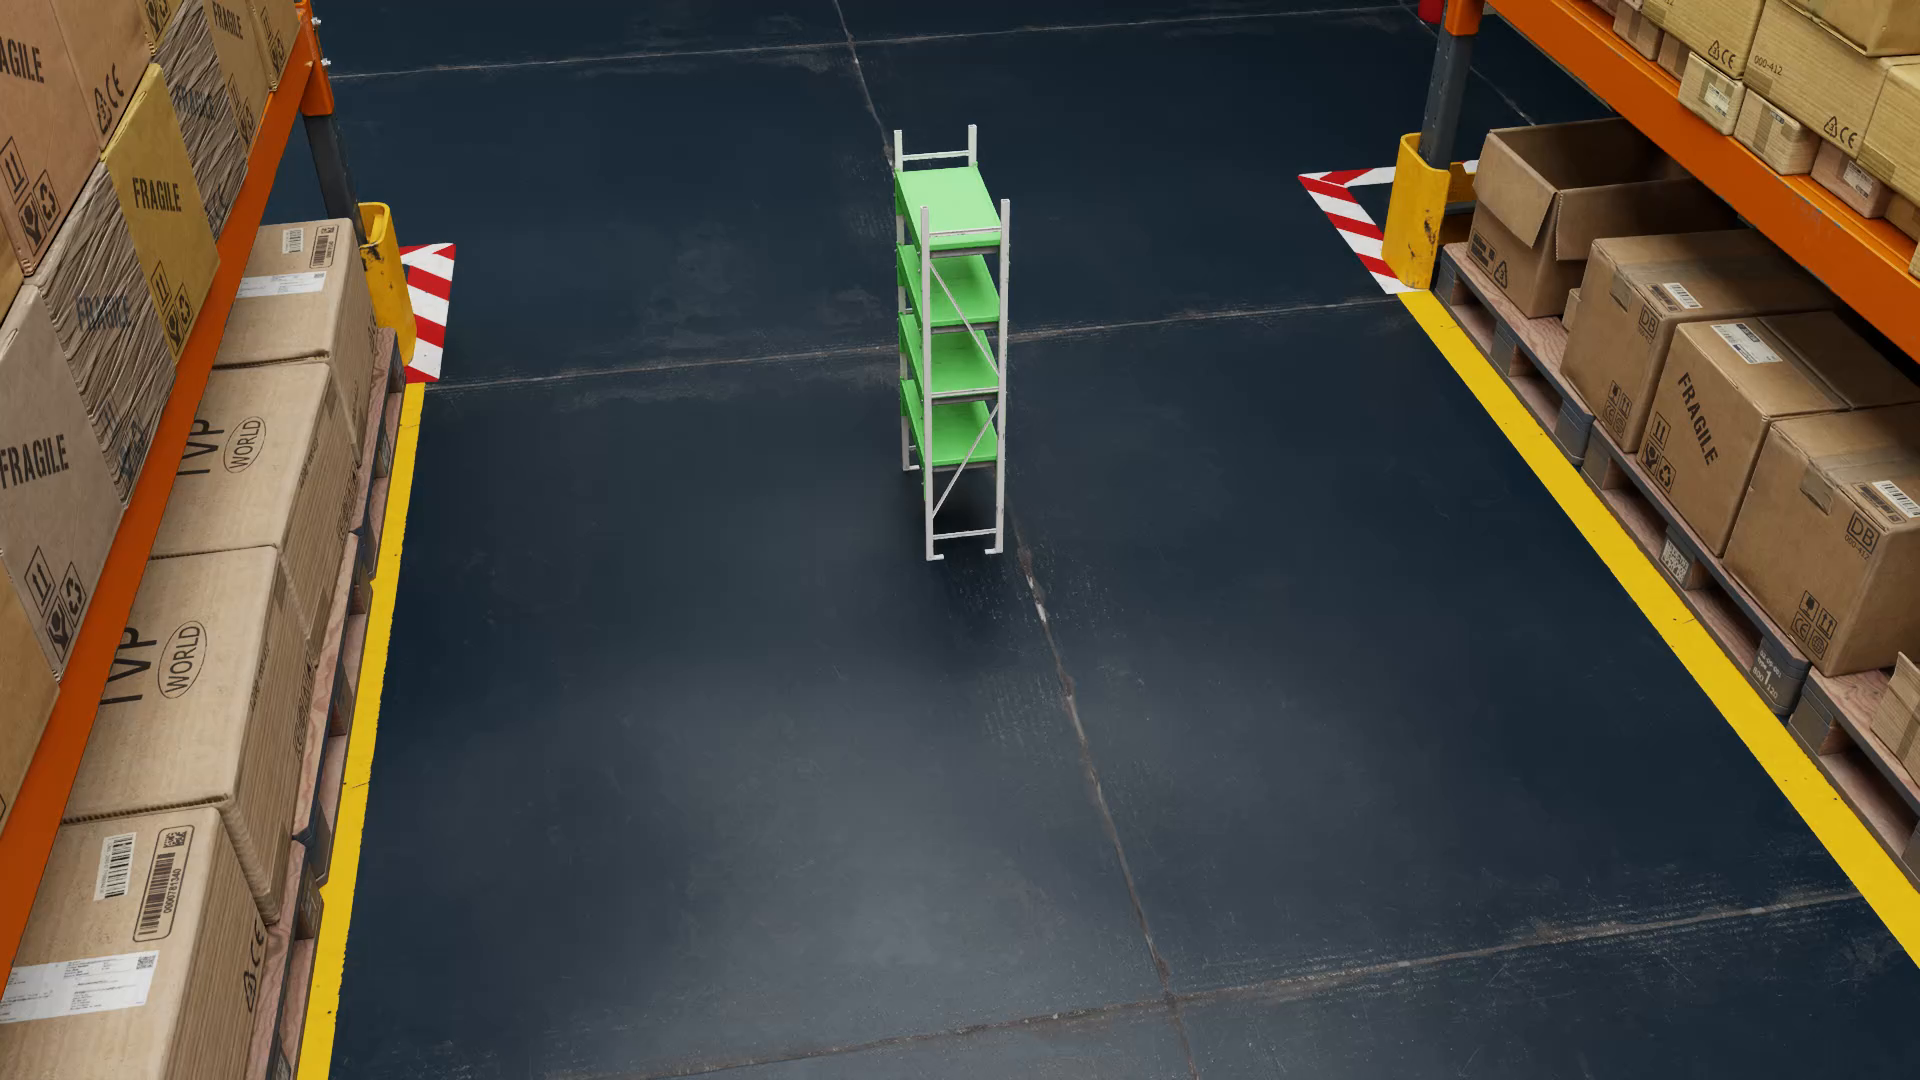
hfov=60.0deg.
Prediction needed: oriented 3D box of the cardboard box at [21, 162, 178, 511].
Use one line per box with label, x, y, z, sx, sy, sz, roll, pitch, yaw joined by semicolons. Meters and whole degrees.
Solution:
cardboard box;-1.888;-0.375;3.206;0.500;0.500;0.500;-6;38;-8

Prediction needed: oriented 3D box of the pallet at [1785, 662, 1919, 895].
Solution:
pallet;2.868;0.732;4.136;1.003;0.211;1.213;-6;38;-8

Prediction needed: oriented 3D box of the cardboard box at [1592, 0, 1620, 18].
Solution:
cardboard box;2.244;-1.740;5.249;0.380;0.149;0.250;-7;38;-9

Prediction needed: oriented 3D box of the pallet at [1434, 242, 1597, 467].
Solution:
pallet;2.440;-0.742;6.033;1.003;0.211;1.213;-6;38;-8

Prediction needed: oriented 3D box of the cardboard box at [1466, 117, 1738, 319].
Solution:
cardboard box;2.300;-1.171;6.005;0.797;0.503;0.637;-8;38;-10

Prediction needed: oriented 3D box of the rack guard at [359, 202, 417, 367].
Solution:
rack guard;-2.604;-0.862;5.952;1.175;0.500;0.348;-6;38;-8

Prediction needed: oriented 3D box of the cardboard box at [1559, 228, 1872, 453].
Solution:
cardboard box;2.411;-0.649;5.336;0.700;0.500;0.500;-5;38;-6

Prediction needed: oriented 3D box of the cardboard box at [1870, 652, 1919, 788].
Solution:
cardboard box;2.538;0.439;4.126;0.396;0.266;0.258;-5;38;-6

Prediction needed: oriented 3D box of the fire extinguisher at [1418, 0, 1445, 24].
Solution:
fire extinguisher;1.805;-2.232;6.045;0.296;0.674;0.183;-6;38;-8

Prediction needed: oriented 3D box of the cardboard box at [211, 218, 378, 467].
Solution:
cardboard box;-2.386;-0.601;5.324;0.875;0.438;0.875;-7;38;-9

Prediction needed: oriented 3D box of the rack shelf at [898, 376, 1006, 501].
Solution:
rack shelf;-0.029;-0.334;5.197;0.258;0.148;0.480;-6;38;-8

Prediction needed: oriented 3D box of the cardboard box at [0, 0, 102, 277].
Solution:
cardboard box;-1.905;-0.783;2.916;0.500;0.500;0.500;-6;38;-7

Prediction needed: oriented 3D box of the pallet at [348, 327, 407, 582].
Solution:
pallet;-2.383;-0.259;5.411;1.003;0.211;1.213;-6;38;-8

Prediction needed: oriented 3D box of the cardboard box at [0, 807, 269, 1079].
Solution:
cardboard box;-1.903;1.037;3.217;0.875;0.438;0.875;-7;38;-9

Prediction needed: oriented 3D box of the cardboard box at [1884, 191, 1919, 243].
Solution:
cardboard box;2.519;-0.811;4.053;0.380;0.149;0.250;-6;38;-7

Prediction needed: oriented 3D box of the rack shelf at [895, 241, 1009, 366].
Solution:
rack shelf;-0.029;-0.713;4.903;0.258;0.148;0.480;-6;38;-8

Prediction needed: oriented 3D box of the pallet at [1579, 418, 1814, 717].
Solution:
pallet;2.651;-0.007;5.087;1.003;0.211;1.213;-6;38;-8

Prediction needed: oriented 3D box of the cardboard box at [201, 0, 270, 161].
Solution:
cardboard box;-2.182;-1.306;4.405;0.500;0.500;0.500;-7;38;-9

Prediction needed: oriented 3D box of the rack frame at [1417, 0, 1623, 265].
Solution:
rack frame;2.286;-2.370;5.856;1.000;3.000;0.127;-6;38;-8

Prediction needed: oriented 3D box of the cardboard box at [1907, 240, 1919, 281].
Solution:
cardboard box;2.455;-0.643;3.837;0.380;0.149;0.250;-7;38;-9

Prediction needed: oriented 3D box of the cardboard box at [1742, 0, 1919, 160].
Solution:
cardboard box;2.392;-1.209;4.241;0.500;0.250;0.500;-7;38;-9

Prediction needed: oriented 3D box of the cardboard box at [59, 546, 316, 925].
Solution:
cardboard box;-2.061;0.496;3.912;0.875;0.438;0.875;-7;38;-9

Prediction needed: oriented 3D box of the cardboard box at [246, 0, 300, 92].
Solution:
cardboard box;-2.255;-1.611;4.797;0.500;0.500;0.500;-6;38;-8

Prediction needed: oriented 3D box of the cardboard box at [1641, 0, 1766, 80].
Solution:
cardboard box;2.281;-1.515;4.635;0.500;0.250;0.500;-7;38;-9

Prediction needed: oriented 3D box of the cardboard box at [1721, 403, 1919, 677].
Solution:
cardboard box;2.593;-0.022;4.529;0.700;0.500;0.500;-8;38;-10

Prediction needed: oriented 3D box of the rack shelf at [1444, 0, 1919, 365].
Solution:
rack shelf;2.637;-0.878;4.522;1.077;0.370;4.000;-6;38;-8

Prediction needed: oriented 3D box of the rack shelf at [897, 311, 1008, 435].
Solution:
rack shelf;-0.029;-0.523;5.050;0.258;0.148;0.480;-6;38;-8

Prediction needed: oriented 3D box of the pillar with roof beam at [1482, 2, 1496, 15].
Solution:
pillar with roof beam;-1.538;-6.002;5.641;9.100;9.000;0.400;-6;38;-8

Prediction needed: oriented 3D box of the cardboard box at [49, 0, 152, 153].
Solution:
cardboard box;-1.991;-1.088;3.308;0.500;0.500;0.500;-6;38;-8

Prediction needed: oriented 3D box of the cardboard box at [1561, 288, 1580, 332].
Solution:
cardboard box;2.336;-0.770;5.778;0.380;0.149;0.250;-8;38;-10

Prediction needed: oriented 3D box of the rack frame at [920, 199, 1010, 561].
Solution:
rack frame;0.014;-0.426;4.821;0.240;1.200;0.015;-6;38;-8

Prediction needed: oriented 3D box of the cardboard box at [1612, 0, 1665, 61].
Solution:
cardboard box;2.228;-1.580;5.044;0.380;0.149;0.250;-5;38;-7

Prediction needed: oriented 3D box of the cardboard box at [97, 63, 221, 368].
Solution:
cardboard box;-1.979;-0.686;3.607;0.500;0.500;0.500;-5;38;-7

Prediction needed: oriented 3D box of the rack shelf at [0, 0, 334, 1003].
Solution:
rack shelf;-2.250;-0.342;3.832;1.077;0.370;4.000;-6;38;-8

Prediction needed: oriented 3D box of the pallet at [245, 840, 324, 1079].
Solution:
pallet;-1.955;1.215;3.514;1.003;0.211;1.213;-6;38;-8

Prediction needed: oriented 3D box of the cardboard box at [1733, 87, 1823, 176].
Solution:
cardboard box;2.317;-1.103;4.429;0.380;0.149;0.250;-5;38;-7

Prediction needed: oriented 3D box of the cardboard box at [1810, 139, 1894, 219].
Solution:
cardboard box;2.430;-0.955;4.239;0.380;0.149;0.250;-6;38;-8

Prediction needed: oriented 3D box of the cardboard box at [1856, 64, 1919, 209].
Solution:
cardboard box;2.481;-0.898;3.840;0.500;0.250;0.500;-6;38;-8

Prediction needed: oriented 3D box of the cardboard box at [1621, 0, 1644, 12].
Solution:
cardboard box;2.189;-1.821;5.029;0.500;0.250;0.500;-6;38;-7

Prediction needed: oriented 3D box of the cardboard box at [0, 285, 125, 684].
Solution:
cardboard box;-1.808;-0.074;2.819;0.500;0.500;0.500;-6;38;-8

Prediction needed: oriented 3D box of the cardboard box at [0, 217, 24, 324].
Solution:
cardboard box;-1.826;-0.472;2.516;0.500;0.500;0.500;-7;38;-9

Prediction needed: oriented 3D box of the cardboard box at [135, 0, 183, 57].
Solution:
cardboard box;-2.077;-1.392;3.700;0.500;0.500;0.500;-6;38;-8

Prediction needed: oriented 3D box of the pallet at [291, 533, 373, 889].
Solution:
pallet;-2.172;0.477;4.464;1.003;0.211;1.213;-6;38;-8

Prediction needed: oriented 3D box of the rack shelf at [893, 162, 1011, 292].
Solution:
rack shelf;-0.029;-0.902;4.755;0.258;0.148;0.480;-6;38;-8

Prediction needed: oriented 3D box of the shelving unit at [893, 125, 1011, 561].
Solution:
shelving unit;-0.029;-0.574;5.011;0.258;1.200;0.503;-6;38;-8

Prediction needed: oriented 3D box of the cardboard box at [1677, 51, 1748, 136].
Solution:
cardboard box;2.250;-1.260;4.631;0.380;0.149;0.250;-7;38;-9

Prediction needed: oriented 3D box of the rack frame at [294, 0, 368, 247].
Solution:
rack frame;-2.600;-1.834;5.166;1.000;3.000;0.127;-6;38;-8

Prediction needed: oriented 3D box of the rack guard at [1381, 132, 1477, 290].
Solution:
rack guard;2.299;-1.337;6.564;1.175;0.500;0.348;-6;38;-8

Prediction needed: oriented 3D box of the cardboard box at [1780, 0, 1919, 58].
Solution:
cardboard box;2.364;-1.516;4.025;0.500;0.500;0.500;-5;38;-7

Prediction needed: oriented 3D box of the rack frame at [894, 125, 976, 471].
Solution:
rack frame;-0.072;-0.721;5.200;0.240;1.200;0.015;-6;38;-8

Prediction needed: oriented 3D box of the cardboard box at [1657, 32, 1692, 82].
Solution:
cardboard box;2.280;-1.421;4.838;0.380;0.149;0.250;-6;38;-7

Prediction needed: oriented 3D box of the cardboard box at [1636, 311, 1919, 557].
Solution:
cardboard box;2.406;-0.319;4.911;0.500;0.500;0.500;-6;38;-7

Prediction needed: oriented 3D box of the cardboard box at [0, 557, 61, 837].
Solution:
cardboard box;-1.723;0.231;2.427;0.500;0.500;0.500;-5;38;-6

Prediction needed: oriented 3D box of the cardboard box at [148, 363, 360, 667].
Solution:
cardboard box;-2.217;-0.049;4.614;0.875;0.438;0.875;-5;38;-7

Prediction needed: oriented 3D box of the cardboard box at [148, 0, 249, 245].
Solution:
cardboard box;-2.082;-0.997;4.006;0.500;0.500;0.500;-5;38;-7
